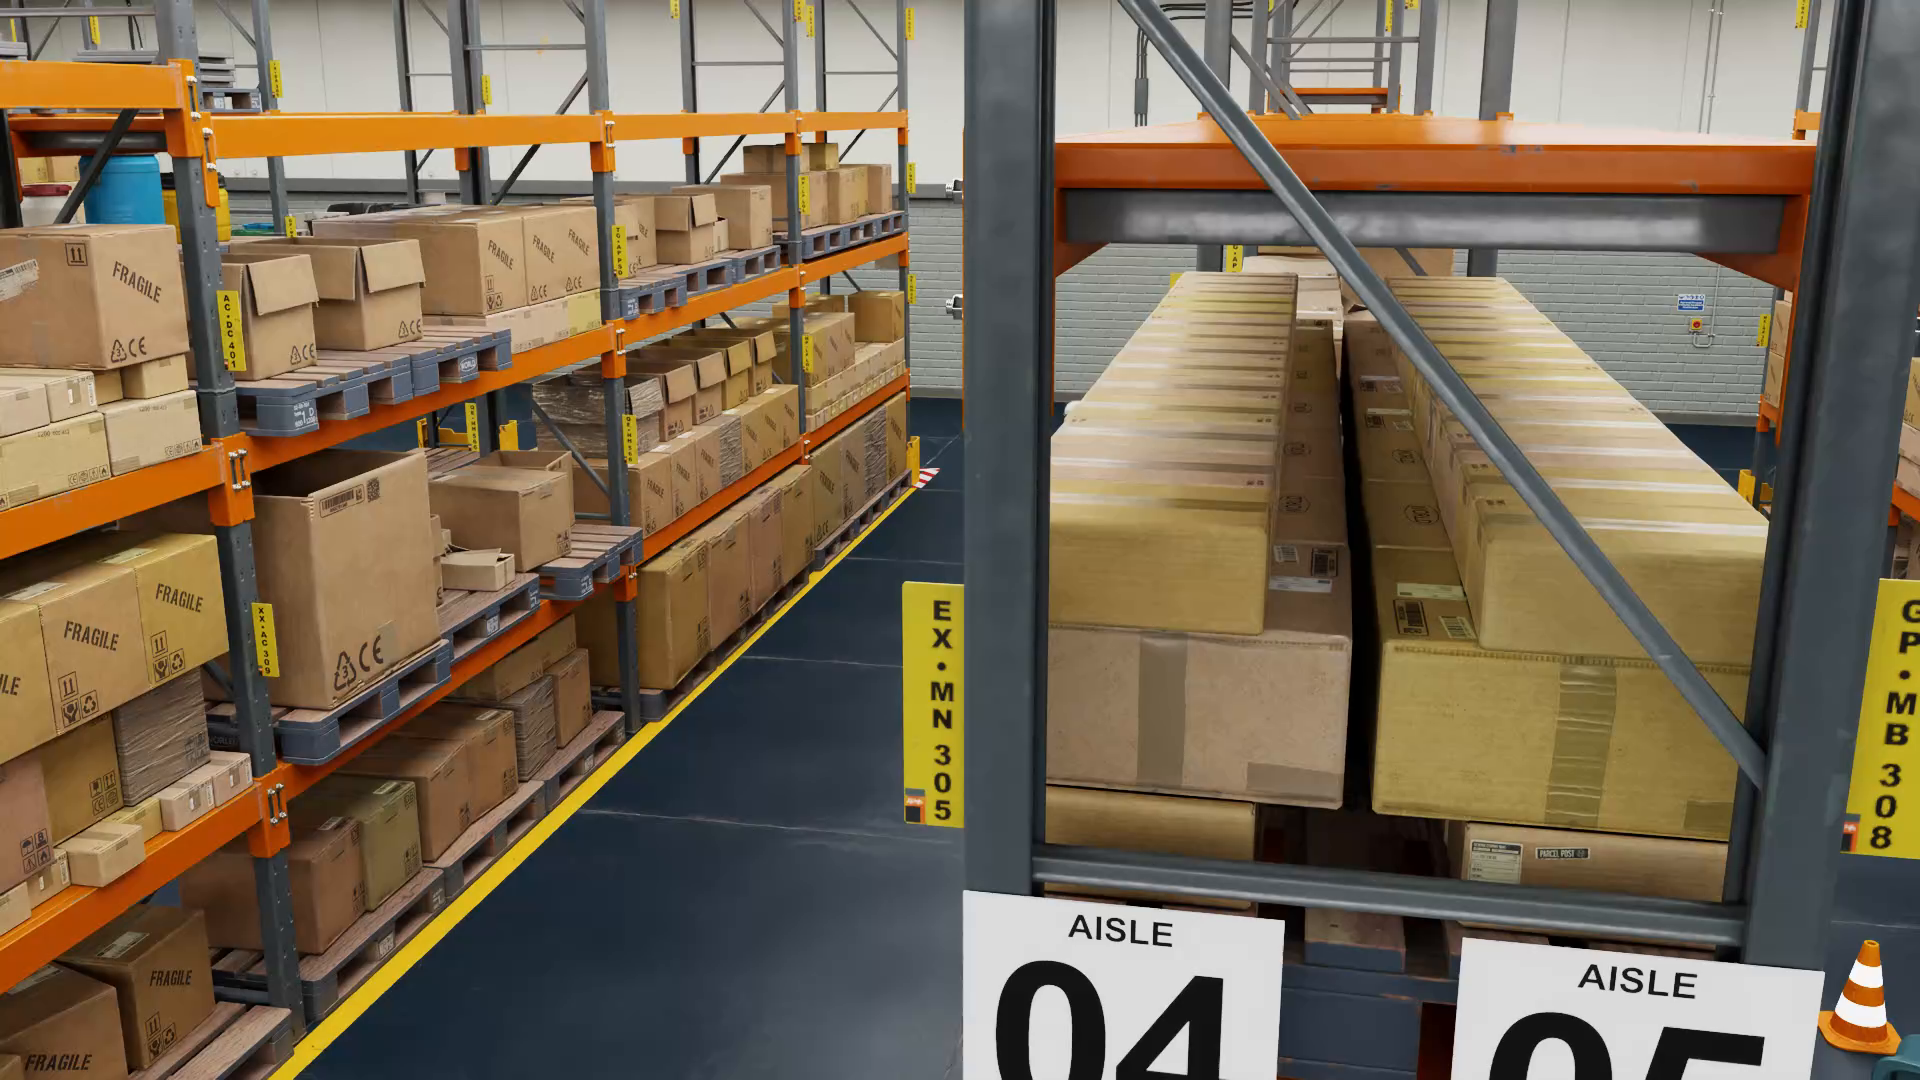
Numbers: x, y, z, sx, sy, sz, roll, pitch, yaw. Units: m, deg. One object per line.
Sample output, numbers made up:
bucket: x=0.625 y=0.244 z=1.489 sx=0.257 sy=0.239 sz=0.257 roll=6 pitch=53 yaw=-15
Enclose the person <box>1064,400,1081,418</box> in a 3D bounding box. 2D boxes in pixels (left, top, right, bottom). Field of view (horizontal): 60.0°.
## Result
person: x=1.084 y=-0.312 z=14.170 sx=0.561 sy=1.763 sz=0.505 roll=3 pitch=15 yaw=10
